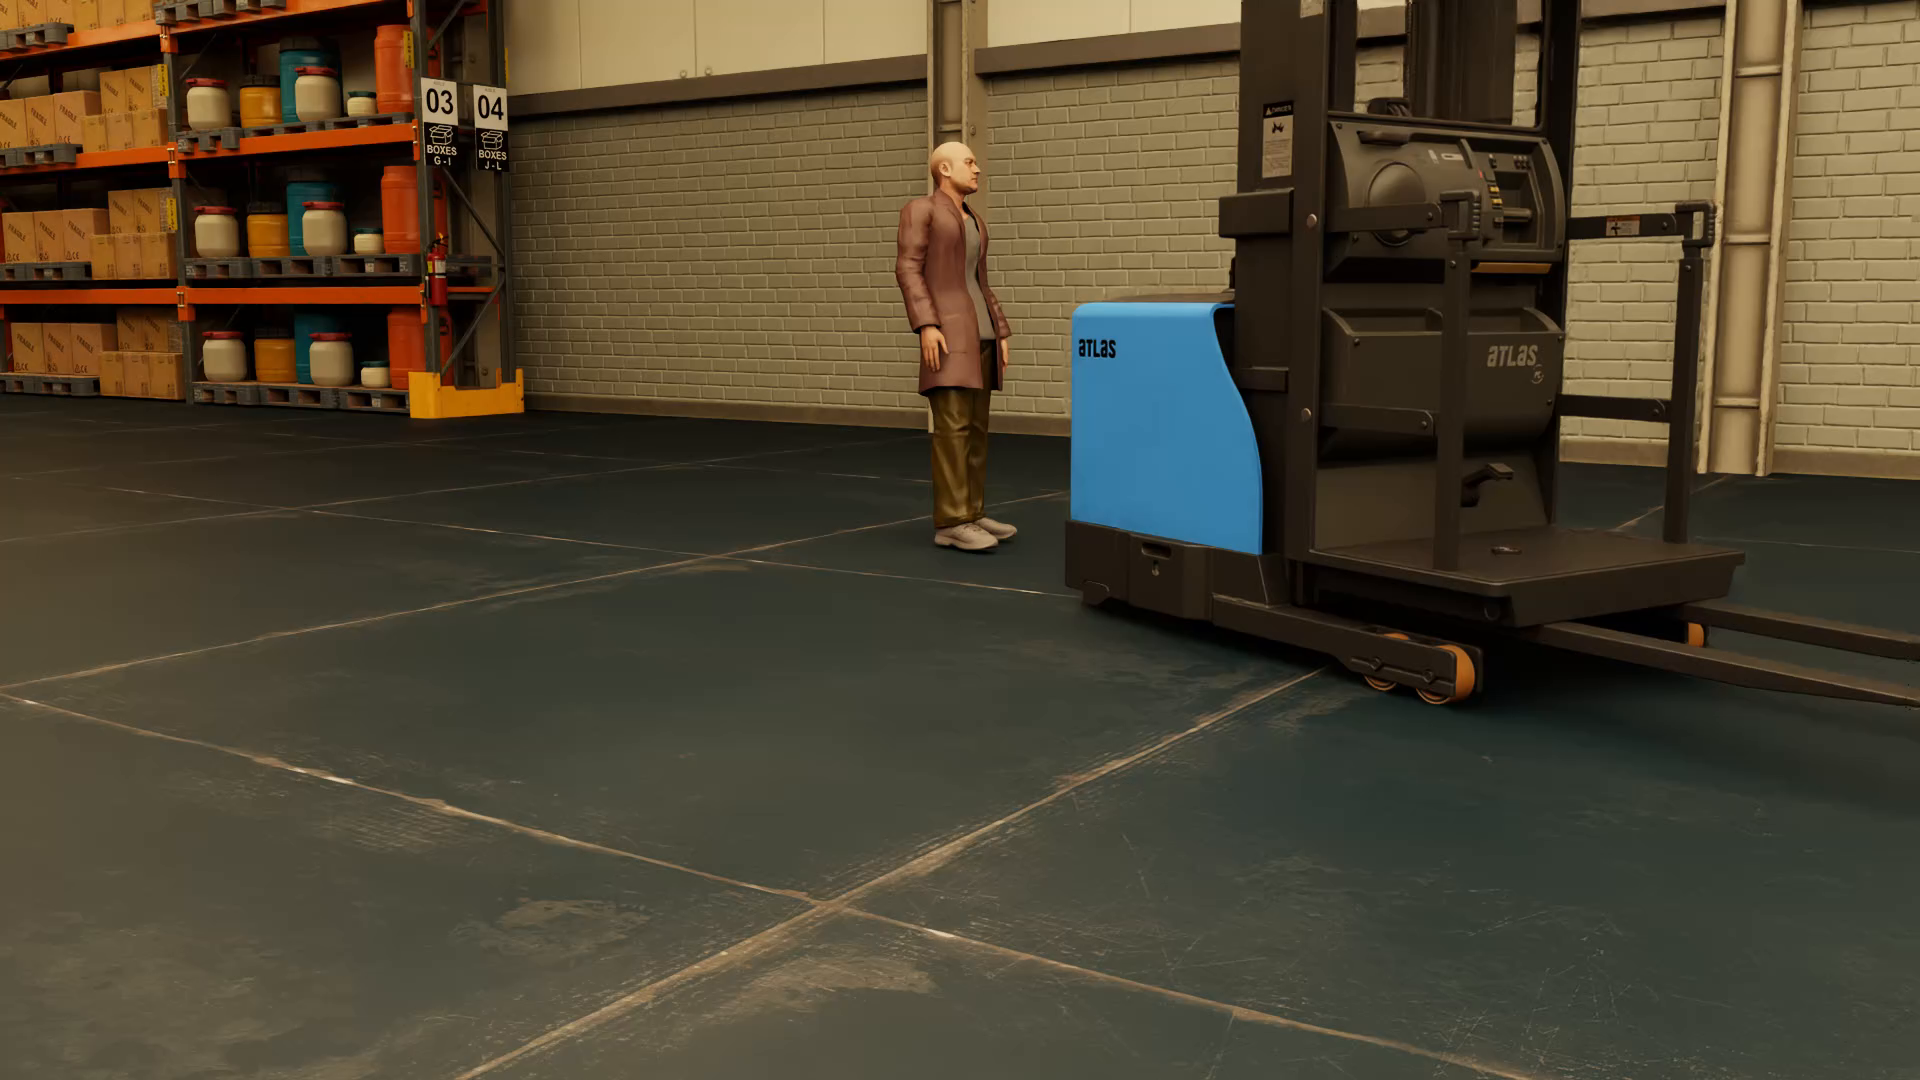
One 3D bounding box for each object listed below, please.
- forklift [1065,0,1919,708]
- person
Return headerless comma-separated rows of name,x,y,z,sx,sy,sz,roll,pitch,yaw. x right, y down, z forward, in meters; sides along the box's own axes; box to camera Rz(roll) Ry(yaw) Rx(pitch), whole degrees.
forklift,1.581,-1.081,4.791,1.130,2.935,3.031,-5,10,-32
person,0.072,-0.753,7.435,0.576,1.521,0.684,5,10,34
